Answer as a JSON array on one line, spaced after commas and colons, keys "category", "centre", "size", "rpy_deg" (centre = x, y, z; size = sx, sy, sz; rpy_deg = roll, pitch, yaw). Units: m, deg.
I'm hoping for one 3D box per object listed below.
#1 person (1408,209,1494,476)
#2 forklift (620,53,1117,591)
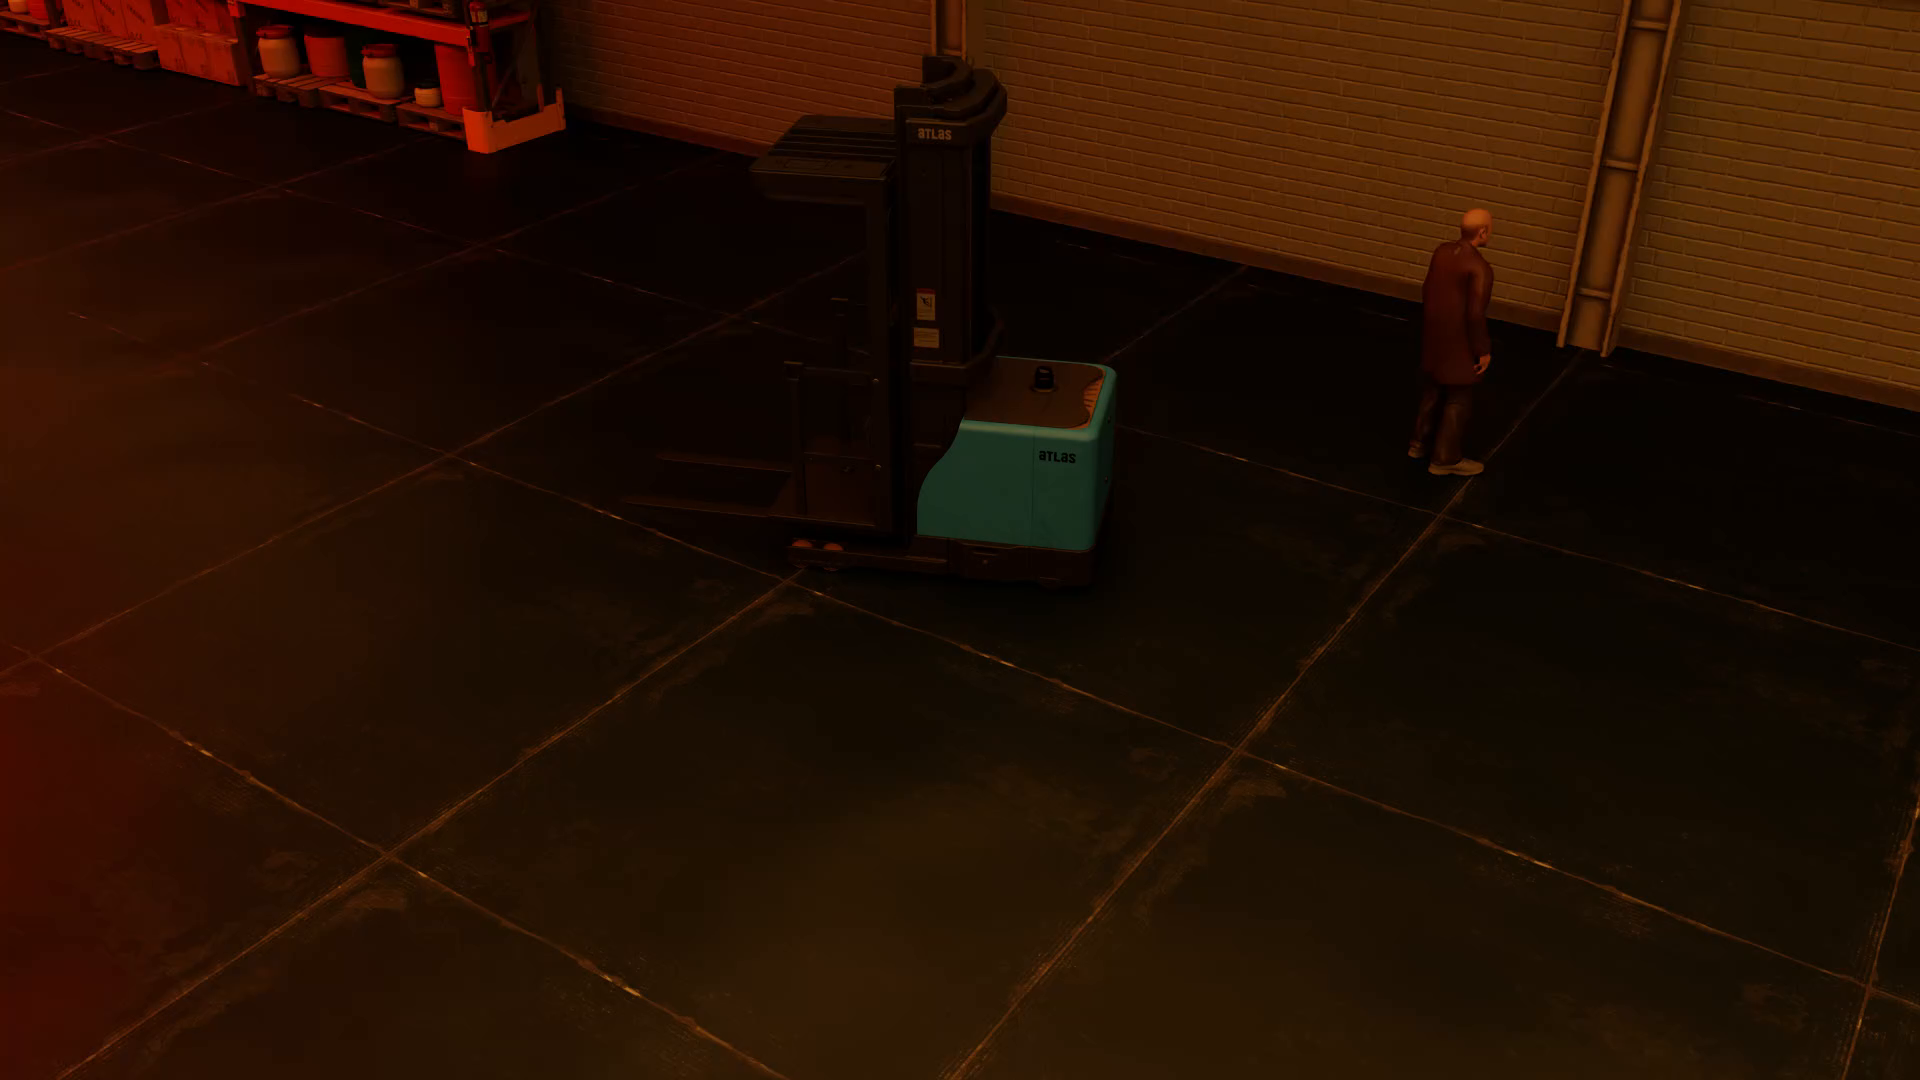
[{"category": "person", "centre": [3.276, -1.324, 11.012], "size": [0.426, 1.775, 0.655], "rpy_deg": [-10, 32, -17]}, {"category": "forklift", "centre": [-0.596, -1.330, 9.871], "size": [3.031, 2.935, 1.130], "rpy_deg": [6, 31, 10]}]
